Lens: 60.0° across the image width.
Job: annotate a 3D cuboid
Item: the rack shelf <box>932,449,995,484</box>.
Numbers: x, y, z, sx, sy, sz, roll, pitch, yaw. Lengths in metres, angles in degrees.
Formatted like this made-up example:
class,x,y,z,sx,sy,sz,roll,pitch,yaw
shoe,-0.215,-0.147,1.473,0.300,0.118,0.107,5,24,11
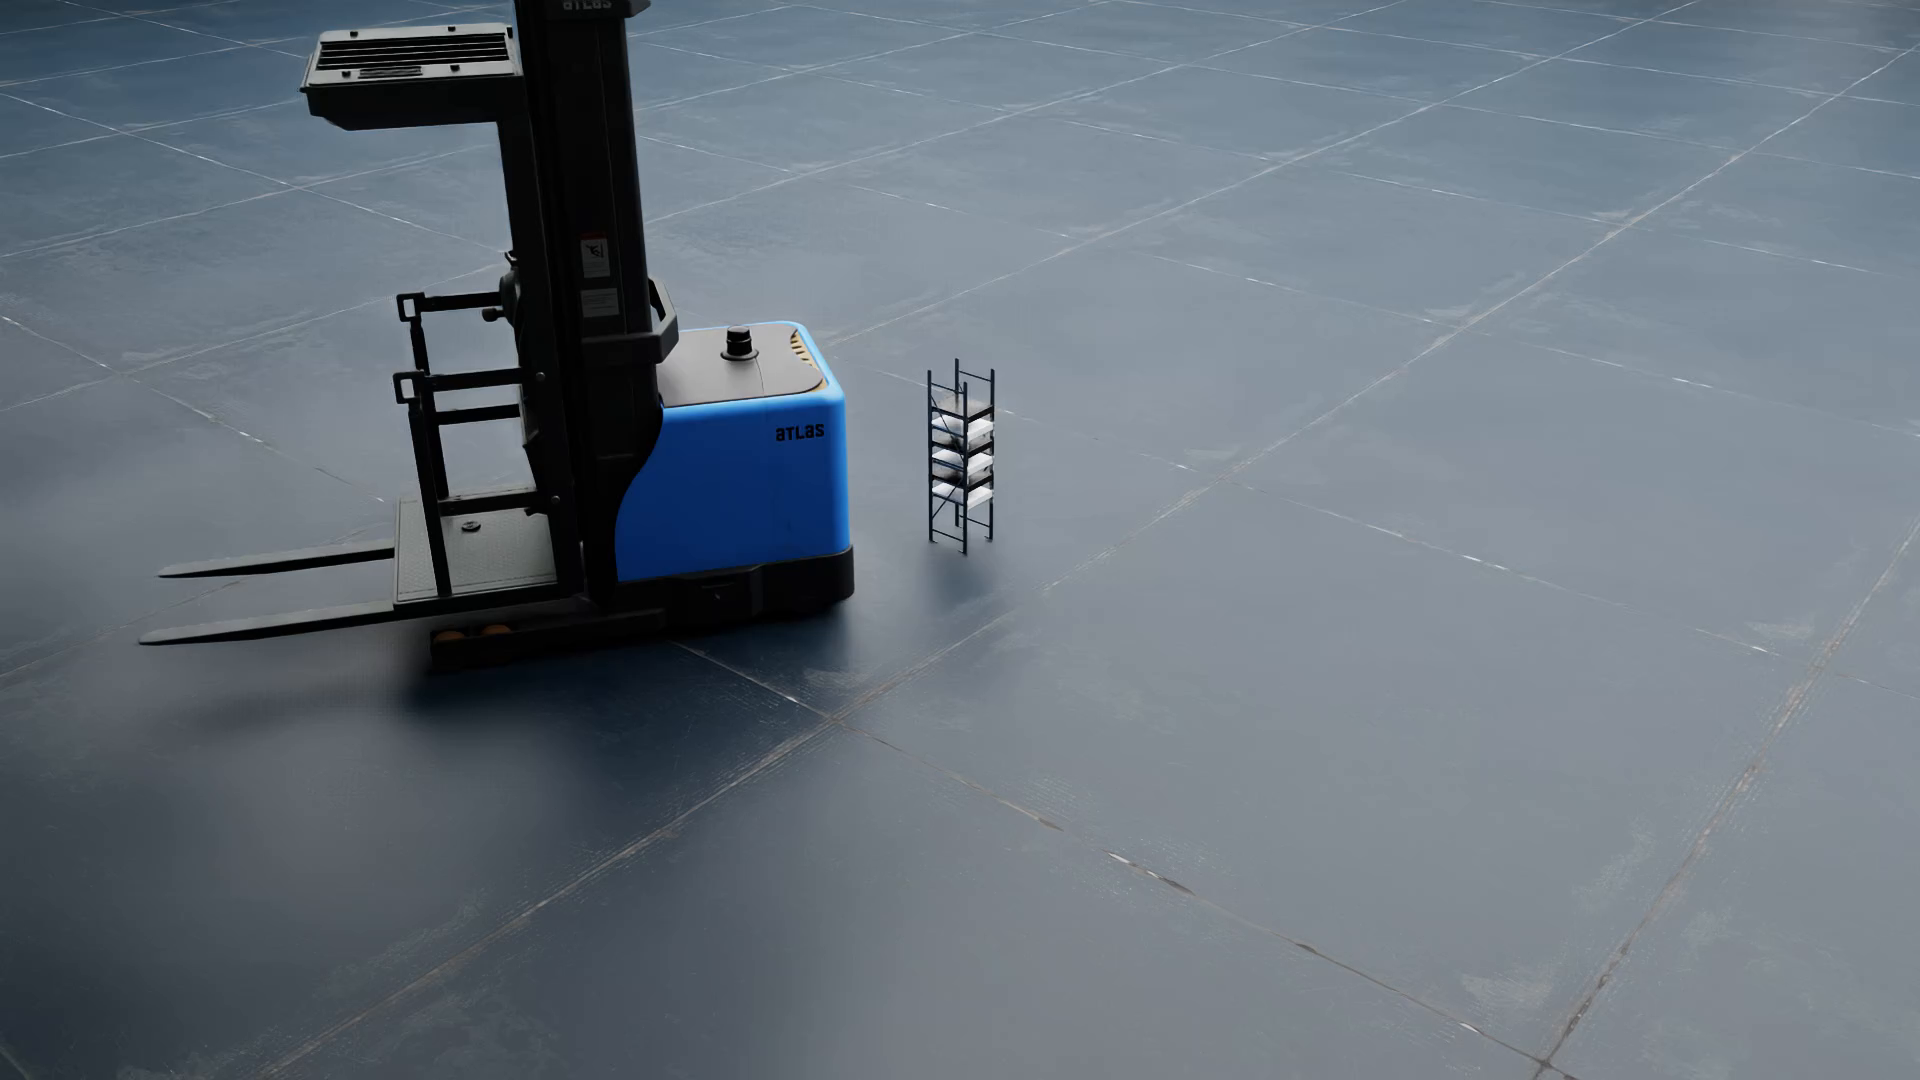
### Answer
class,x,y,z,sx,sy,sz,roll,pitch,yaw
rack shelf,0.005,-0.373,8.064,0.258,0.077,0.200,21,34,34

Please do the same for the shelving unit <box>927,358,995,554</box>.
class,x,y,z,sx,sy,sz,roll,pitch,yaw
shelving unit,0.005,-0.403,8.049,0.258,0.900,0.210,21,34,34

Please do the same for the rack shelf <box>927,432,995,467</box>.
class,x,y,z,sx,sy,sz,roll,pitch,yaw
rack shelf,0.005,-0.453,8.023,0.258,0.077,0.200,21,34,34

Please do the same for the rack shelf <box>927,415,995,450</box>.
class,x,y,z,sx,sy,sz,roll,pitch,yaw
rack shelf,0.005,-0.533,7.981,0.258,0.077,0.200,21,34,34

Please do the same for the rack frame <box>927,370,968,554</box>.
class,x,y,z,sx,sy,sz,roll,pitch,yaw
rack frame,-0.059,-0.367,7.979,0.240,0.900,0.006,21,34,34

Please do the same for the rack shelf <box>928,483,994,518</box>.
class,x,y,z,sx,sy,sz,roll,pitch,yaw
rack shelf,0.005,-0.213,8.147,0.258,0.077,0.200,21,34,34

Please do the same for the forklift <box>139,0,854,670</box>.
class,x,y,z,sx,sy,sz,roll,pitch,yaw
forklift,-2.061,-1.011,7.015,3.031,2.935,1.130,-8,28,-14

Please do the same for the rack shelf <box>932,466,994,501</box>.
class,x,y,z,sx,sy,sz,roll,pitch,yaw
rack shelf,0.005,-0.293,8.105,0.258,0.077,0.200,21,34,34

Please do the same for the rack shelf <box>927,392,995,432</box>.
class,x,y,z,sx,sy,sz,roll,pitch,yaw
rack shelf,0.005,-0.613,7.940,0.258,0.077,0.200,21,34,34

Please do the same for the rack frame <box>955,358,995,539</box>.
class,x,y,z,sx,sy,sz,roll,pitch,yaw
rack frame,0.070,-0.439,8.118,0.240,0.900,0.006,21,34,34
